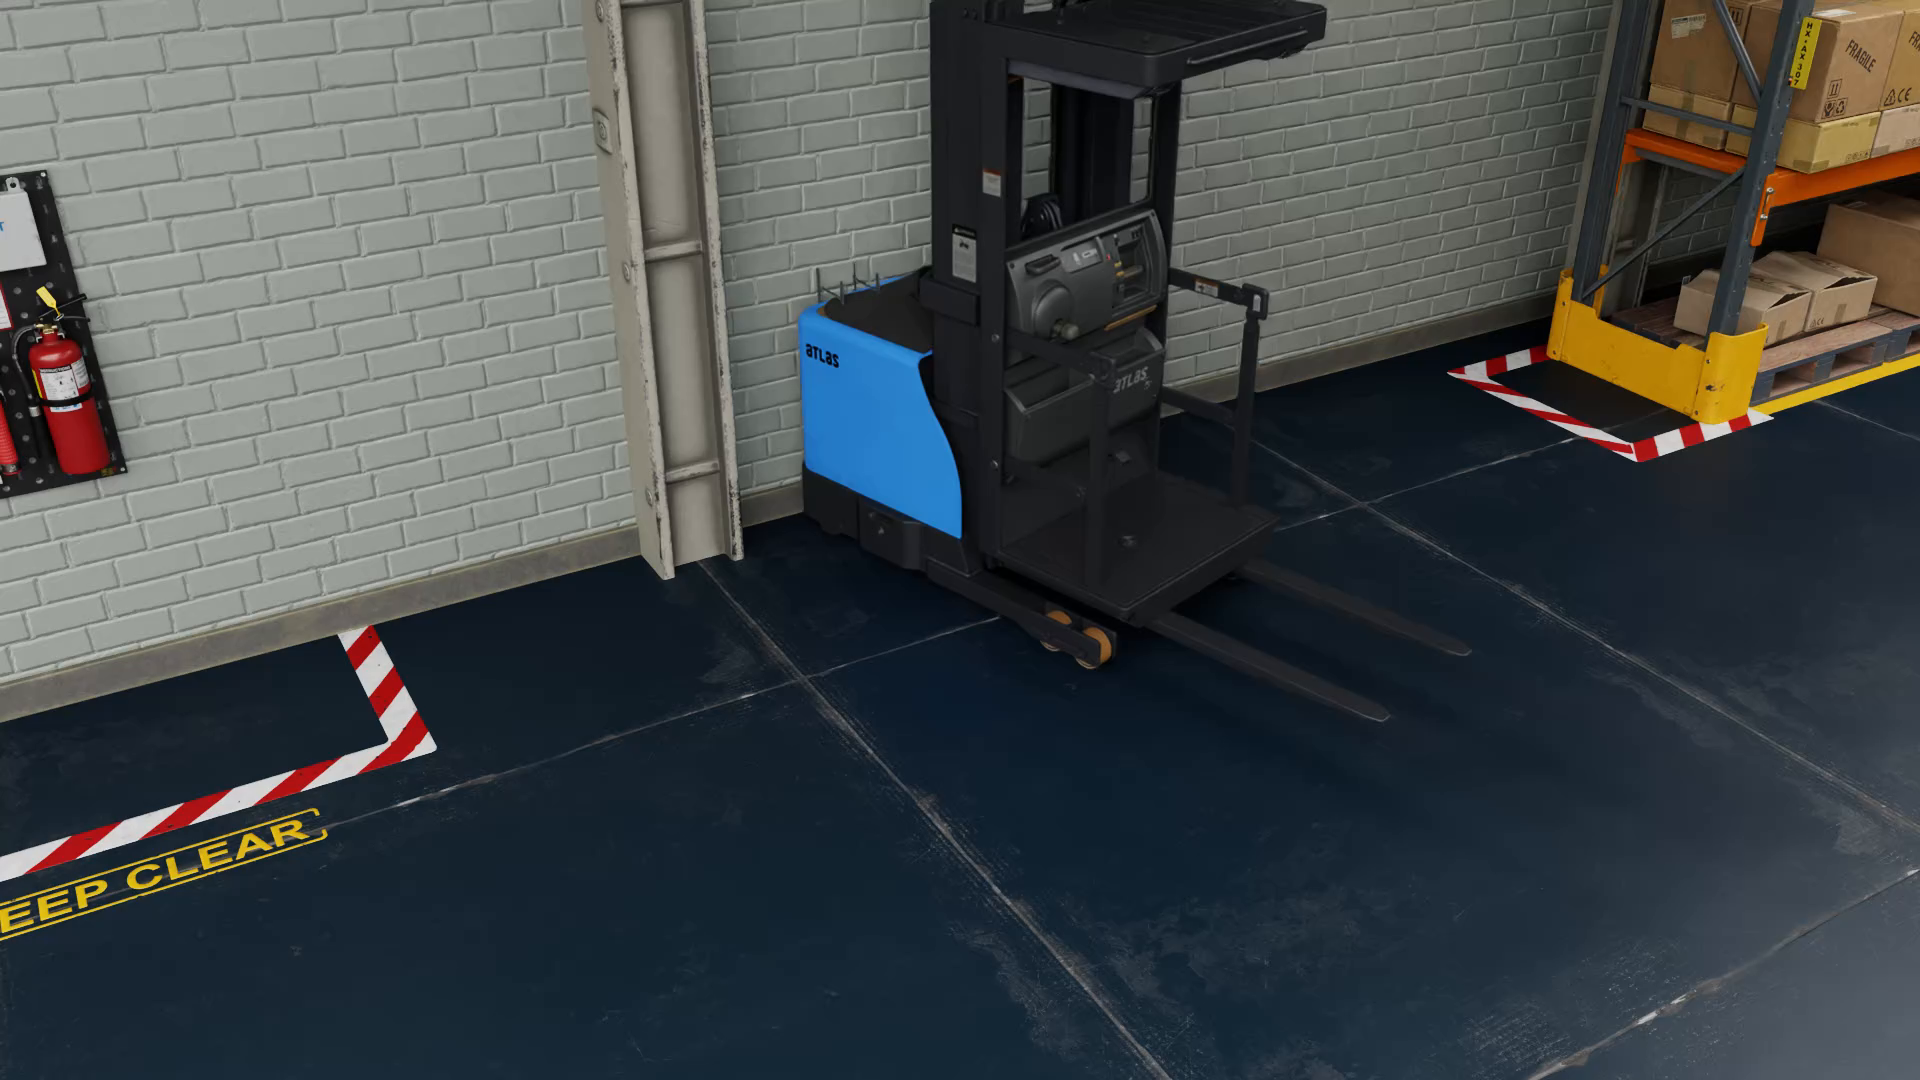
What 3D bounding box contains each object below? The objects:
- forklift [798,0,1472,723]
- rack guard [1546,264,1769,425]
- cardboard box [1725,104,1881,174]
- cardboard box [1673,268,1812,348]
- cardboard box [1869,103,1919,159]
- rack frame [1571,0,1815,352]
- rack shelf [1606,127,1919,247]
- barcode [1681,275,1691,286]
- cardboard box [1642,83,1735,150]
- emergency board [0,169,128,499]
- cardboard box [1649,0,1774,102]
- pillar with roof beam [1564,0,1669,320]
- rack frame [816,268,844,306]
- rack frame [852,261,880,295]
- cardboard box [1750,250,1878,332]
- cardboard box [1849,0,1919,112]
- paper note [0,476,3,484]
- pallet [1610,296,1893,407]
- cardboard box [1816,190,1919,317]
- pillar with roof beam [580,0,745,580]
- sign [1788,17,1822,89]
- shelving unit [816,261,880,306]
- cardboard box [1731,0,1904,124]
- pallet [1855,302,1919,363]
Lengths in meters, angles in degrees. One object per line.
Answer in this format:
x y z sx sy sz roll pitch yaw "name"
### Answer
0.678 -1.042 6.605 3.031 2.935 1.130 25 37 37 "forklift"
3.842 -1.108 9.241 0.348 0.500 1.175 -16 33 -26 "rack guard"
4.358 -2.114 8.611 0.500 0.250 0.500 -17 33 -28 "cardboard box"
4.419 -1.331 9.385 0.500 0.311 0.500 -20 35 -32 "cardboard box"
4.799 -2.247 8.852 0.500 0.250 0.500 -17 33 -28 "cardboard box"
3.777 -2.184 8.603 0.127 3.000 1.000 -16 33 -26 "rack frame"
5.501 -2.359 9.664 4.000 0.370 1.077 -16 33 -26 "rack shelf"
4.232 -1.506 9.693 0.075 0.075 0.001 -16 33 -26 "barcode"
4.082 -2.322 8.988 0.500 0.250 0.500 -15 32 -26 "cardboard box"
-3.381 -0.658 5.838 0.643 1.169 0.194 -16 33 -26 "emergency board"
4.076 -2.659 8.823 0.500 0.500 0.500 -16 33 -27 "cardboard box"
6.123 -3.549 4.867 0.400 9.000 9.100 -16 33 -26 "pillar with roof beam"
-0.570 -0.652 7.694 0.006 1.200 0.240 -18 32 -28 "rack frame"
-0.416 -0.701 7.780 0.006 1.200 0.240 -18 32 -28 "rack frame"
4.910 -1.471 9.638 0.500 0.311 0.500 -13 31 -22 "cardboard box"
4.772 -2.564 8.650 0.500 0.500 0.500 -16 33 -26 "cardboard box"
-3.568 -0.258 6.024 0.142 0.148 0.016 -16 33 -26 "paper note"
4.561 -1.166 9.644 1.213 0.211 1.003 -16 33 -26 "pallet"
5.568 -1.712 9.880 0.500 0.500 0.700 -18 34 -29 "cardboard box"
0.950 -2.080 2.206 0.400 9.000 9.100 -16 33 -26 "pillar with roof beam"
4.052 -2.337 7.984 0.005 0.325 0.100 -16 33 -26 "sign"
-0.493 -0.677 7.737 0.189 1.200 0.258 -18 32 -28 "shelving unit"
4.341 -2.447 8.438 0.500 0.500 0.500 -16 33 -26 "cardboard box"
5.611 -1.463 10.182 1.213 0.211 1.003 -16 33 -26 "pallet"
